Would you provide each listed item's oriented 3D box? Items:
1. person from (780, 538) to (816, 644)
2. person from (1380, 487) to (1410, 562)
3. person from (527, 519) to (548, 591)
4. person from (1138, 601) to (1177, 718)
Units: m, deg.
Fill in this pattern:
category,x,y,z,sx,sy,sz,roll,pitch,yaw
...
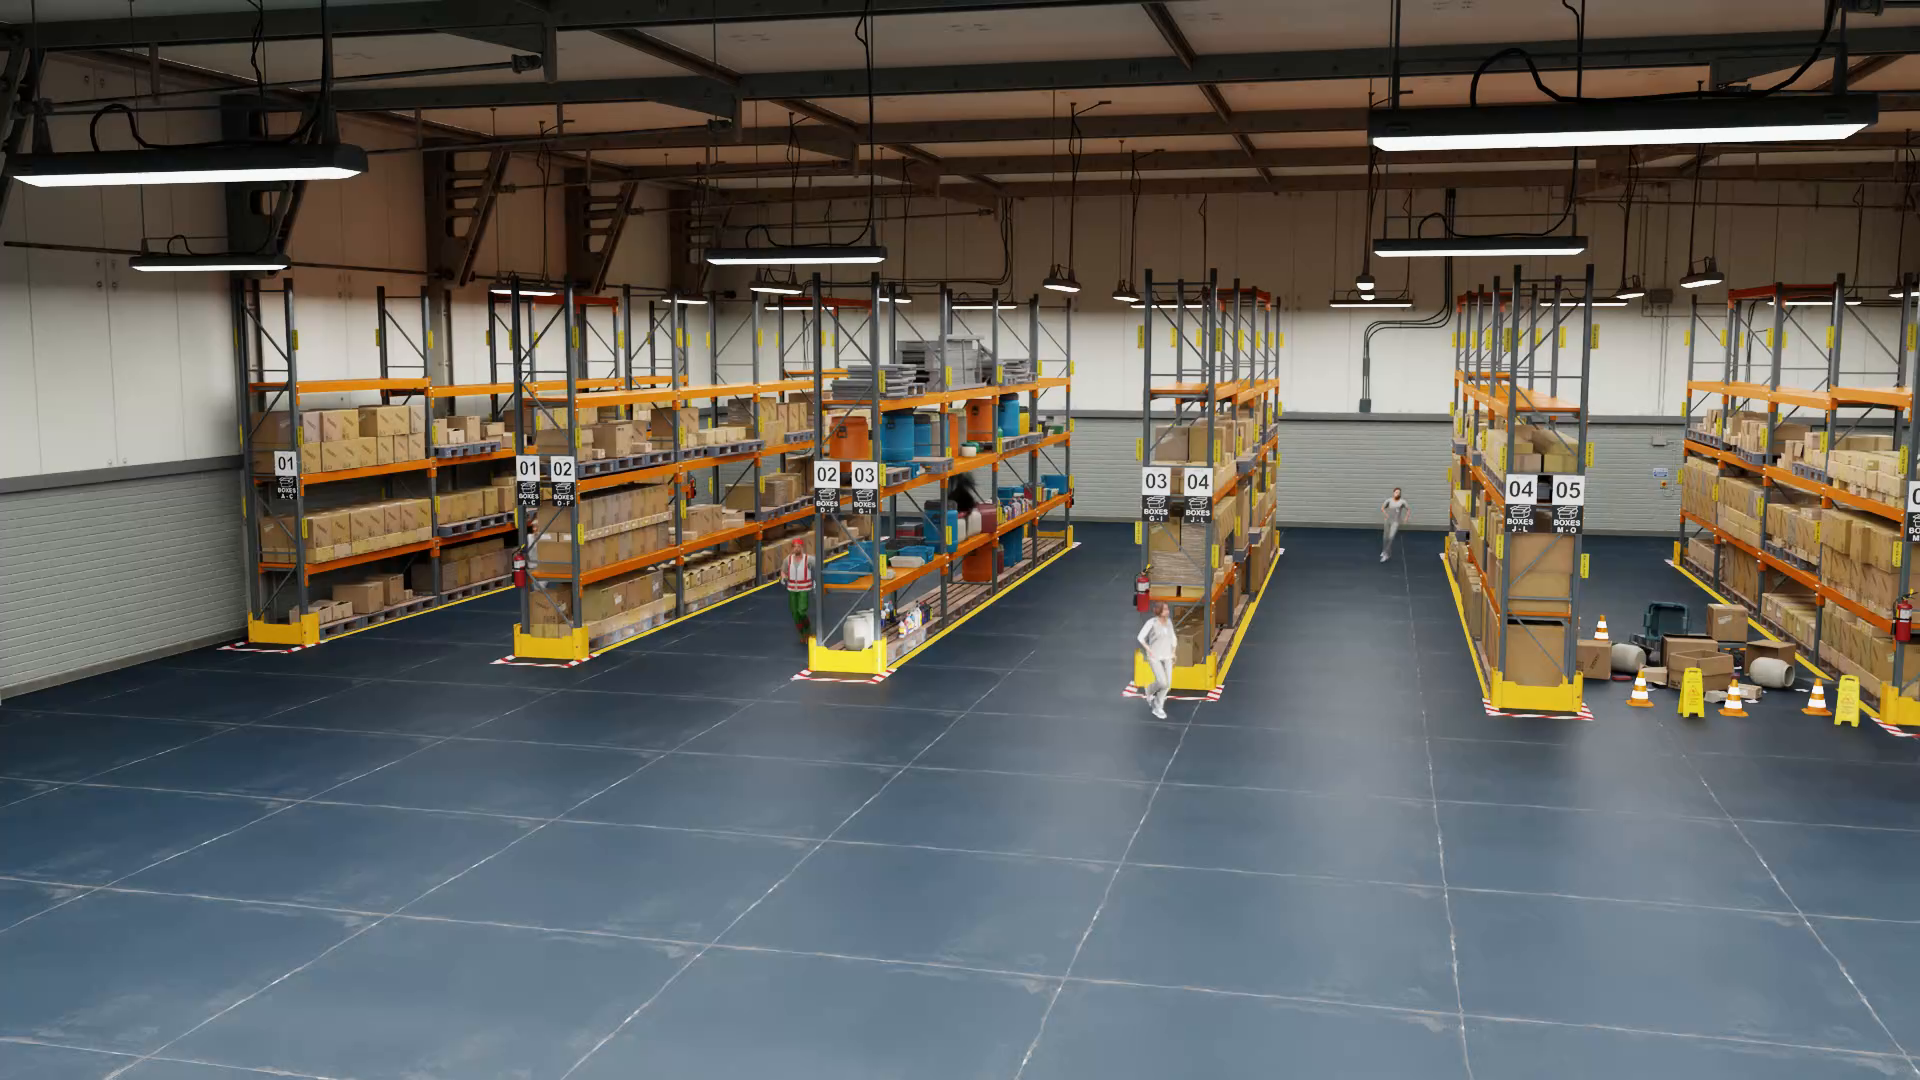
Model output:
category,x,y,z,sx,sy,sz,roll,pitch,yaw
person,-2.666,0.847,27.368,0.648,1.759,0.640,2,7,15
person,9.856,-0.371,37.797,0.655,1.666,0.807,3,8,27
person,-7.642,0.518,30.087,0.621,1.801,1.143,1,7,6
person,2.671,1.590,22.199,0.572,1.567,0.456,-3,8,-25
